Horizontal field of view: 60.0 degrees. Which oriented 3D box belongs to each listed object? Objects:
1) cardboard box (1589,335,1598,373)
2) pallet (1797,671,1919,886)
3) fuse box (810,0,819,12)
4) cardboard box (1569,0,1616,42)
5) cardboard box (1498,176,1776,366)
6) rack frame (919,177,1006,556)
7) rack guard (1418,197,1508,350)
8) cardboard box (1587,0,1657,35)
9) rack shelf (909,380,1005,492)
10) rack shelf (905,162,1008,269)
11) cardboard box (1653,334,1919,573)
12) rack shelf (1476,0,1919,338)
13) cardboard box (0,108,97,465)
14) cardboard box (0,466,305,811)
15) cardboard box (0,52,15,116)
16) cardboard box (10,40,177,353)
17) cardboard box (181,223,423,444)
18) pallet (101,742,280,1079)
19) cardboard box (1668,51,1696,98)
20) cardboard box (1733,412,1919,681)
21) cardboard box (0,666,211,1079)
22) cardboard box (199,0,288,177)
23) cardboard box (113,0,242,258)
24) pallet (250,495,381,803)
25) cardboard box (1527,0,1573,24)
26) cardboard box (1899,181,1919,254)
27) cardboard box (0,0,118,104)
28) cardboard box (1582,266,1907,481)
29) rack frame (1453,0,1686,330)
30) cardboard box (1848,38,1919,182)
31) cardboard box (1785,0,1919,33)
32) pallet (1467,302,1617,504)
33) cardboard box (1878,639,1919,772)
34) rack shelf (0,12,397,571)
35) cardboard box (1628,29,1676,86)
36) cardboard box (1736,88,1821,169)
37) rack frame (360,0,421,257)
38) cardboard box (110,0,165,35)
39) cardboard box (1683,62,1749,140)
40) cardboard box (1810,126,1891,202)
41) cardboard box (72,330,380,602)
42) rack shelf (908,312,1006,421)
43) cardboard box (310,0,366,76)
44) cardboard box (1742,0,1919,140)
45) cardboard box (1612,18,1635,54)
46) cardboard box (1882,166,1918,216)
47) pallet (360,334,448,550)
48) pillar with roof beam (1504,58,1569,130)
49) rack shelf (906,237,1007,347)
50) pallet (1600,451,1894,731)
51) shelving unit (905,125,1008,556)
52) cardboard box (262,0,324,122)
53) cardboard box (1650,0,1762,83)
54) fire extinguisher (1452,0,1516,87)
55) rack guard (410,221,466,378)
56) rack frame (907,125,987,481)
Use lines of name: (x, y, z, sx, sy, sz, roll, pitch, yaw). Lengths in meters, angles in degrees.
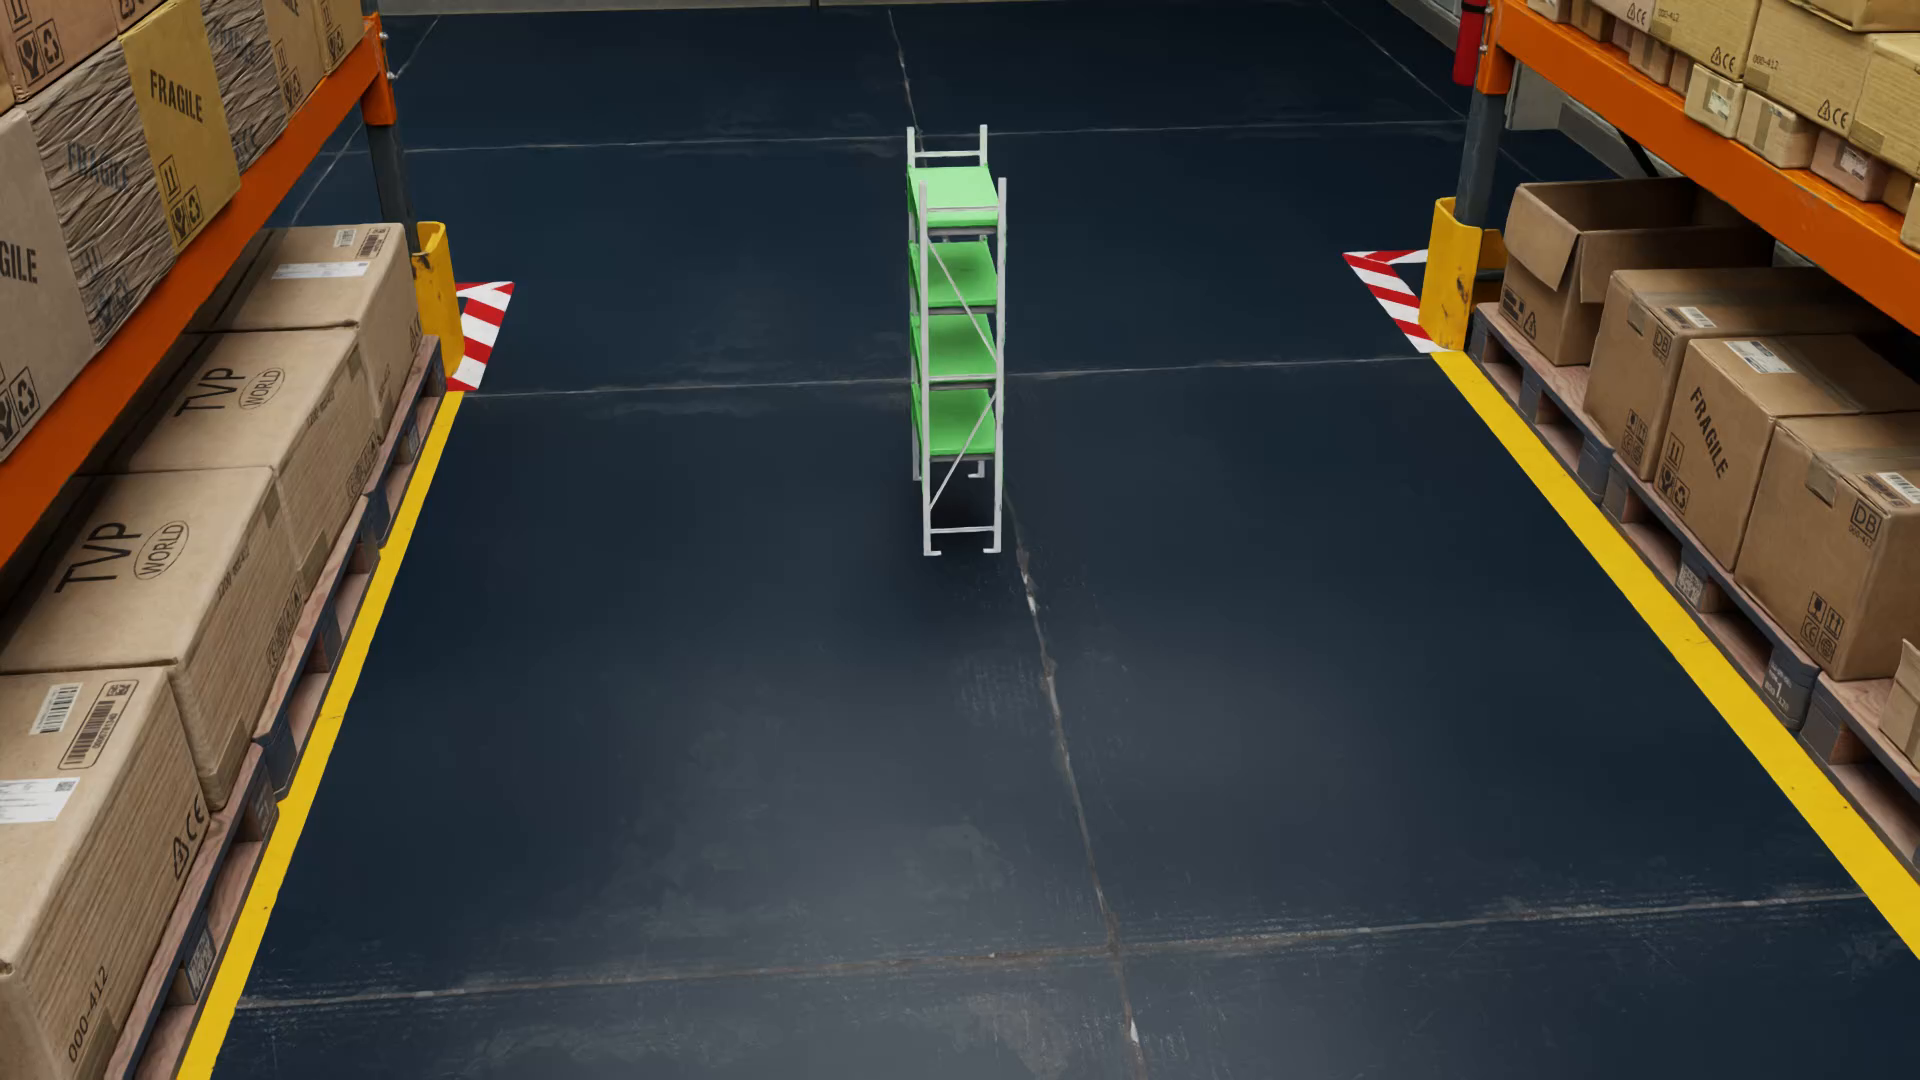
cardboard box: (2.402, -0.600, 5.699, 0.380, 0.149, 0.250, -4, 31, -7)
pallet: (2.748, 0.710, 3.856, 1.003, 0.211, 1.213, -3, 31, -5)
fuse box: (-0.949, -4.290, 10.763, 0.539, 1.711, 0.414, -3, 31, -5)
cardboard box: (2.265, -1.762, 5.520, 0.380, 0.149, 0.250, -2, 31, -3)
cardboard box: (2.401, -0.971, 5.975, 0.797, 0.503, 0.637, -4, 31, -7)
rack frame: (0.007, -0.475, 4.875, 0.240, 1.200, 0.015, -3, 31, -5)
rack guard: (2.445, -1.067, 6.549, 1.175, 0.500, 0.348, -3, 31, -5)
cardboard box: (2.259, -1.740, 5.095, 0.500, 0.250, 0.500, -2, 31, -4)
rack shelf: (-0.015, -0.339, 5.240, 0.258, 0.148, 0.480, -3, 31, -5)
rack shelf: (-0.016, -0.957, 4.870, 0.258, 0.148, 0.480, -3, 31, -5)
cardboard box: (2.392, -0.256, 4.782, 0.500, 0.500, 0.500, -2, 31, -4)
rack shelf: (2.625, -0.849, 4.448, 1.077, 0.370, 4.000, -3, 31, -5)
cardboard box: (-1.956, -0.449, 2.979, 0.500, 0.500, 0.500, -3, 31, -4)
cardboard box: (-2.166, 0.240, 4.012, 0.875, 0.438, 0.875, -4, 31, -6)
cardboard box: (-1.974, -0.882, 2.729, 0.500, 0.500, 0.500, -3, 31, -5)
cardboard box: (-1.996, -0.703, 3.405, 0.500, 0.500, 0.500, -3, 31, -4)
cardboard box: (-2.343, -0.687, 5.565, 0.875, 0.438, 0.875, -4, 31, -6)
pallet: (-2.123, 0.908, 3.524, 1.003, 0.211, 1.213, -3, 31, -5)
cardboard box: (2.317, -1.363, 4.851, 0.380, 0.149, 0.250, -2, 31, -4)
cardboard box: (2.539, -0.001, 4.354, 0.700, 0.500, 0.500, -4, 31, -6)
cardboard box: (-2.082, 0.697, 3.247, 0.875, 0.438, 0.875, -3, 31, -5)
cardboard box: (-2.106, -1.229, 4.286, 0.500, 0.500, 0.500, -2, 31, -3)
cardboard box: (-2.044, -0.966, 3.845, 0.500, 0.500, 0.500, -2, 31, -3)
pallet: (-2.240, 0.284, 4.569, 1.003, 0.211, 1.213, -3, 31, -5)
cardboard box: (2.195, -1.890, 5.734, 0.380, 0.149, 0.250, -3, 31, -5)
cardboard box: (2.387, -0.707, 3.754, 0.380, 0.149, 0.250, -3, 31, -5)
cardboard box: (-2.011, -1.144, 3.168, 0.500, 0.500, 0.500, -2, 31, -4)
cardboard box: (2.442, -0.531, 5.242, 0.700, 0.500, 0.500, -2, 31, -3)
rack frame: (2.438, -2.179, 5.973, 1.000, 3.000, 0.127, -3, 31, -5)
cardboard box: (2.426, -0.959, 3.786, 0.500, 0.250, 0.500, -3, 31, -5)
cardboard box: (2.352, -1.554, 4.051, 0.500, 0.500, 0.500, -2, 31, -3)
pallet: (2.520, -0.536, 5.941, 1.003, 0.211, 1.213, -3, 31, -5)
cardboard box: (2.434, 0.404, 3.905, 0.396, 0.266, 0.258, -2, 31, -3)
rack shelf: (-2.317, -0.609, 4.046, 1.077, 0.370, 4.000, -3, 31, -5)
cardboard box: (2.287, -1.498, 5.078, 0.380, 0.149, 0.250, -2, 31, -3)
cardboard box: (2.311, -1.096, 4.406, 0.380, 0.149, 0.250, -2, 31, -3)
rack frame: (-2.504, -1.939, 5.571, 1.000, 3.000, 0.127, -3, 31, -5)
cardboard box: (-2.056, -1.402, 3.599, 0.500, 0.500, 0.500, -3, 31, -5)
cardboard box: (2.266, -1.230, 4.629, 0.380, 0.149, 0.250, -4, 31, -6)
cardboard box: (2.404, -0.968, 4.191, 0.380, 0.149, 0.250, -3, 31, -5)
cardboard box: (-2.249, -0.220, 4.783, 0.875, 0.438, 0.875, -2, 31, -3)
rack shelf: (-0.015, -0.545, 5.117, 0.258, 0.148, 0.480, -3, 31, -5)
cardboard box: (-2.195, -1.748, 5.155, 0.500, 0.500, 0.500, -3, 31, -4)
cardboard box: (2.379, -1.222, 4.226, 0.500, 0.250, 0.500, -4, 31, -6)
cardboard box: (2.324, -1.630, 5.299, 0.380, 0.149, 0.250, -3, 31, -5)
cardboard box: (2.474, -0.844, 3.983, 0.380, 0.149, 0.250, -2, 31, -4)
pallet: (-2.351, -0.337, 5.609, 1.003, 0.211, 1.213, -3, 31, -5)
pillar with roof beam: (-1.203, -5.968, 6.466, 9.100, 9.000, 0.400, -3, 31, -5)
rack shelf: (-0.015, -0.751, 4.994, 0.258, 0.148, 0.480, -3, 31, -5)
pallet: (2.631, 0.086, 4.901, 1.003, 0.211, 1.213, -3, 31, -5)
shelving unit: (-0.015, -0.600, 5.084, 0.258, 1.200, 0.503, -3, 31, -5)
cardboard box: (-2.163, -1.492, 4.724, 0.500, 0.500, 0.500, -3, 31, -6)
cardboard box: (2.310, -1.482, 4.662, 0.500, 0.250, 0.500, -3, 31, -6)
fire extinguisher: (1.964, -2.039, 6.177, 0.296, 0.674, 0.183, -3, 31, -5)
rack guard: (-2.506, -0.878, 6.233, 1.175, 0.500, 0.348, -3, 31, -5)
rack frame: (-0.038, -0.724, 5.292, 0.240, 1.200, 0.015, -3, 31, -5)
